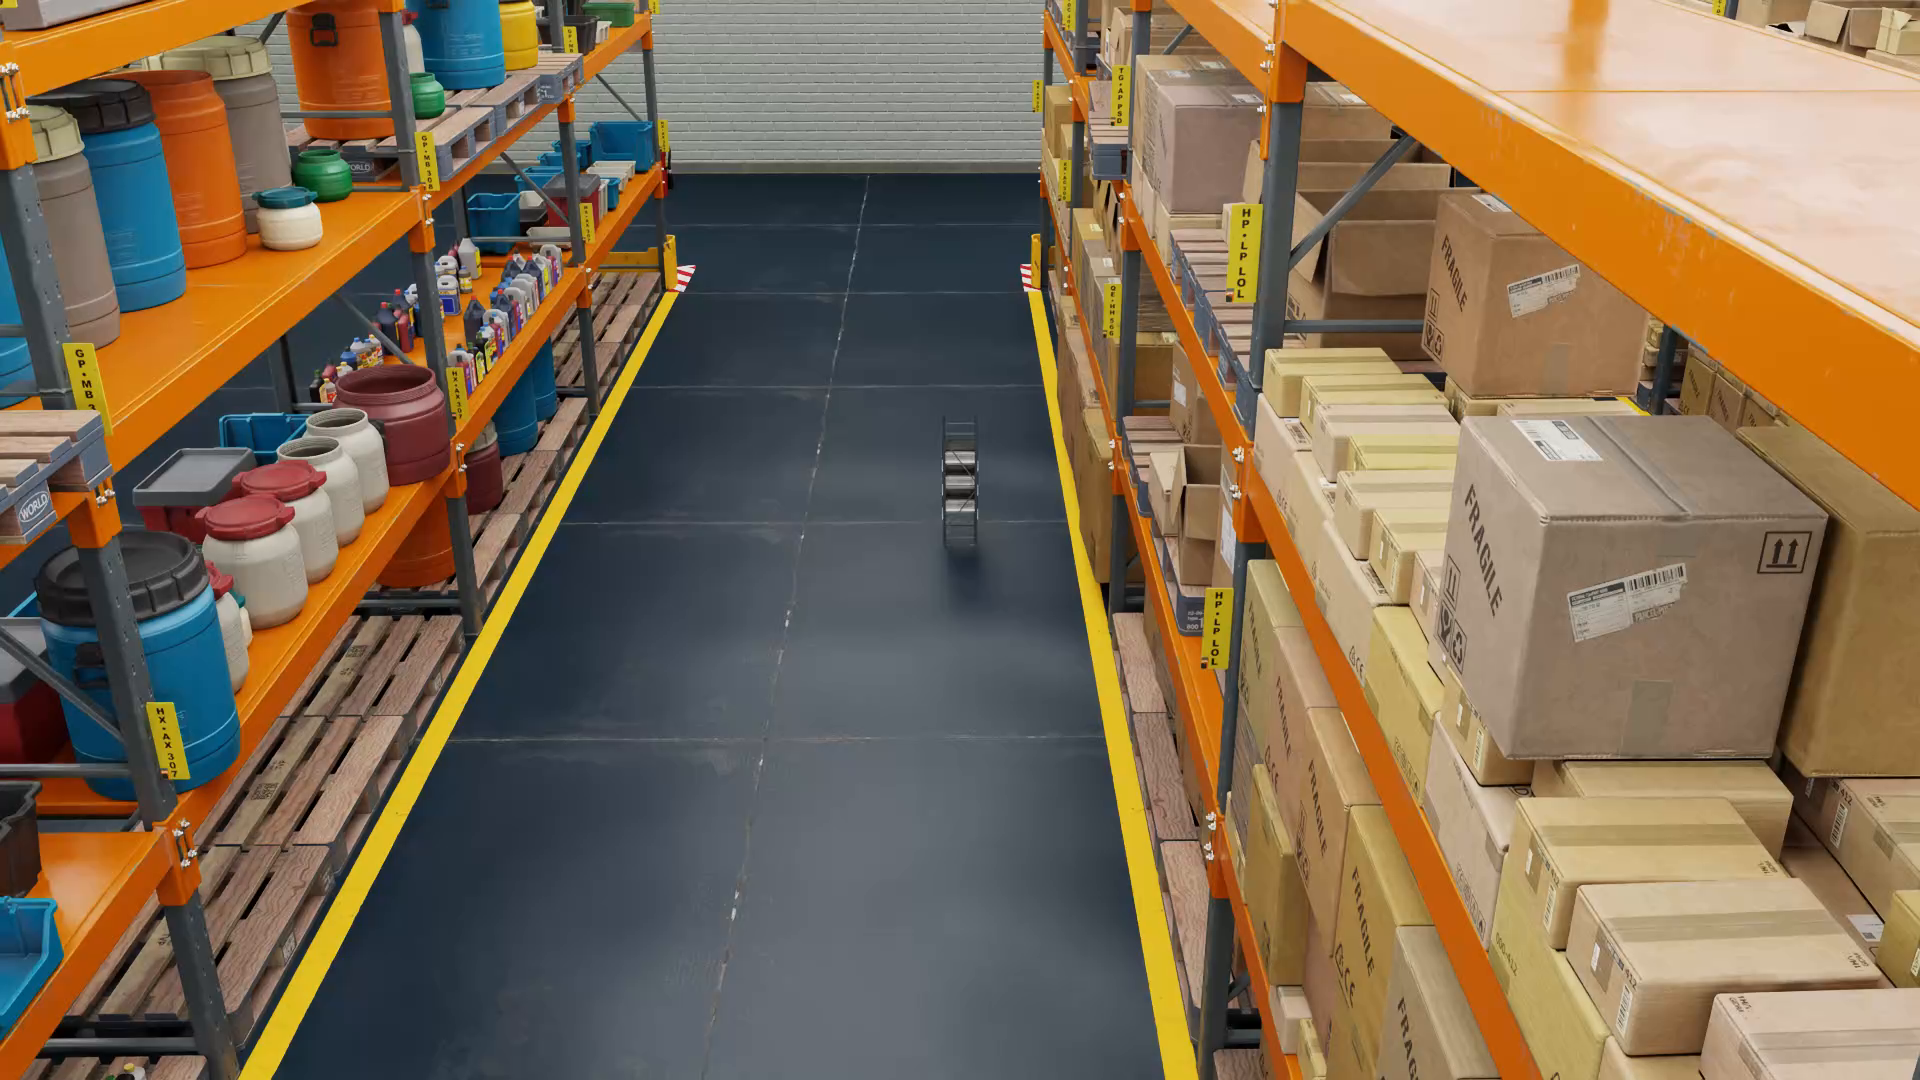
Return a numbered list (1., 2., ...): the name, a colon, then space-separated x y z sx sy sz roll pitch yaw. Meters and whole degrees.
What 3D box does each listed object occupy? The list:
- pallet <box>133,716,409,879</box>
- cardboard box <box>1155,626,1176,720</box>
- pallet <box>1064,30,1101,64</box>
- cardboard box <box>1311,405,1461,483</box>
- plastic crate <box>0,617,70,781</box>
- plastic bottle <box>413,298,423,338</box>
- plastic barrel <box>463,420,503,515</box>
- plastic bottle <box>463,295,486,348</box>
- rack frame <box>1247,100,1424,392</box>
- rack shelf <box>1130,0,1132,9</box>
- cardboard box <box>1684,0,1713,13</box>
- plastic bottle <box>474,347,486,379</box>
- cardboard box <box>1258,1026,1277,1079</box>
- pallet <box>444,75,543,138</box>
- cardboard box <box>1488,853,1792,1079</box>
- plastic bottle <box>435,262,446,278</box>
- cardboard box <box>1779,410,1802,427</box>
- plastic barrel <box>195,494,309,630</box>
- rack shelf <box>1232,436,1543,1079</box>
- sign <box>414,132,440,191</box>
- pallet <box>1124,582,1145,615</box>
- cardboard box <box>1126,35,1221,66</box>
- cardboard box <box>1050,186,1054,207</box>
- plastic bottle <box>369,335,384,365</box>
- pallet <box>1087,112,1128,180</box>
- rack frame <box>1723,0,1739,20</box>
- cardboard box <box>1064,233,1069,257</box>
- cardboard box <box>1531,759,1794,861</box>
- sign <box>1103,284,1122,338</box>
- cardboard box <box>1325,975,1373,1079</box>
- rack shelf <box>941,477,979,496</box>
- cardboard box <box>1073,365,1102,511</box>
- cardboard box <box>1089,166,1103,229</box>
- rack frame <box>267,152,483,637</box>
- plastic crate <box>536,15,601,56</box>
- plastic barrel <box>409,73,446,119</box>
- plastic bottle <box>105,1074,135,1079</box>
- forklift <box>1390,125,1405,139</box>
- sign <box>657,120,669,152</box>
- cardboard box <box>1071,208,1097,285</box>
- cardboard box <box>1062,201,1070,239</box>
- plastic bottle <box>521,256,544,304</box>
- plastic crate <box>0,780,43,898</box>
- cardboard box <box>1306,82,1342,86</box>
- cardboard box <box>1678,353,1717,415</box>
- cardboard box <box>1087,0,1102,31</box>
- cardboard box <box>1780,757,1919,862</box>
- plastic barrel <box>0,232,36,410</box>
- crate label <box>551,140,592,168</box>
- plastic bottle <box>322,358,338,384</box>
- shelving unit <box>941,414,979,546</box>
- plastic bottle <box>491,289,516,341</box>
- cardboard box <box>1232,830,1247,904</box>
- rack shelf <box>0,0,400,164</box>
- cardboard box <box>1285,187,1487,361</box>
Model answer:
1. pallet: -3.534 1.310 8.598 1.003 0.211 1.213 0 24 -1
2. cardboard box: 1.484 0.639 9.197 0.700 0.500 0.500 -2 24 -5
3. pallet: 1.396 -4.116 13.678 1.003 0.211 1.213 0 24 -1
4. cardboard box: 1.230 -0.279 4.784 0.380 0.149 0.250 0 24 0
5. plastic crate: -3.782 0.639 6.619 0.402 0.464 0.583 0 24 -1
6. plastic bottle: -3.801 -1.574 11.747 0.097 0.271 0.097 0 24 0
7. plastic barrel: -3.549 -0.541 11.723 0.600 0.588 0.708 0 24 -1
8. plastic bottle: -3.360 -1.520 11.531 0.144 0.351 0.185 0 24 -1
9. rack frame: 1.482 -1.889 5.007 1.000 3.000 0.127 0 24 -1
10. rack shelf: 1.416 -3.852 10.704 1.077 0.370 4.000 0 24 -1
11. cardboard box: 6.096 -4.148 13.217 0.500 0.250 0.500 -1 24 -3
12. plastic bottle: -3.176 -1.164 10.926 0.097 0.201 0.097 0 24 0
13. cardboard box: 1.446 1.957 6.307 0.500 0.500 0.500 -1 24 -2
14. pallet: -3.437 -2.921 11.157 1.003 0.211 1.213 0 24 -1
15. cardboard box: 1.258 0.791 2.903 0.500 0.250 0.500 0 24 0
16. plastic bottle: -3.956 -1.980 12.644 0.097 0.271 0.097 0 24 0
17. cardboard box: 6.123 -0.877 11.663 0.500 0.250 0.500 0 24 1
18. plastic barrel: -3.270 0.107 7.708 0.433 0.535 0.433 0 24 0
19. rack shelf: 1.504 0.629 3.951 1.077 0.370 4.000 0 24 -1
20. sign: -2.964 -2.106 9.254 0.100 0.325 0.005 0 24 -1
21. pallet: 1.505 0.141 11.181 1.003 0.211 1.213 0 24 -1
22. cardboard box: 1.359 -2.660 9.717 0.797 0.503 0.637 1 24 3
23. cardboard box: 1.043 -3.204 15.500 0.380 0.149 0.250 -1 24 -2
24. plastic bottle: -3.938 -1.279 11.180 0.097 0.201 0.097 0 24 0
25. pallet: 1.378 -2.350 9.894 1.213 0.211 1.003 1 24 2
26. rack frame: 6.355 -5.166 12.253 1.000 3.000 0.127 0 24 -1
27. cardboard box: 1.064 -2.462 13.858 0.380 0.149 0.250 0 24 0
28. cardboard box: 1.308 0.474 3.121 0.380 0.149 0.250 0 24 0
29. sign: 0.883 -1.328 9.640 0.100 0.325 0.005 0 24 -1
30. cardboard box: 1.465 1.467 4.384 0.875 0.500 0.500 0 24 -1
31. rack shelf: 0.000 -0.383 11.586 0.258 0.077 0.200 0 24 -1
32. cardboard box: 1.449 -0.679 11.680 1.225 0.875 0.875 0 24 0
33. cardboard box: 1.410 -2.692 12.723 0.797 0.503 0.637 -1 24 -2
34. rack frame: -3.515 -0.782 9.838 1.000 3.000 0.127 0 24 -1
35. plastic crate: -3.298 -4.250 14.026 0.497 0.269 0.590 0 24 -1
36. plastic barrel: -3.296 -2.707 10.133 0.294 0.245 0.294 0 24 0
37. plastic bottle: -3.136 2.101 6.228 0.061 0.283 0.133 1 24 2
38. forklift: 3.291 -2.127 12.896 1.130 2.935 3.031 -2 24 -4
39. sign: -3.052 -4.162 17.114 0.100 0.325 0.005 0 24 -1
40. cardboard box: 1.150 -2.307 13.090 0.500 0.500 0.500 0 24 0
41. cardboard box: 1.127 -2.700 13.901 0.500 0.250 0.500 -1 24 -2
42. plastic bottle: -3.219 -1.954 12.490 0.144 0.351 0.185 0 24 -1
43. plastic crate: -3.592 1.111 5.729 0.767 0.338 0.504 0 24 -1
44. cardboard box: 1.710 -2.037 8.247 0.500 0.500 0.500 0 24 -1
45. cardboard box: 6.098 -1.180 13.242 0.500 0.500 0.500 1 24 1
46. cardboard box: 1.326 -4.424 13.498 0.700 0.500 0.500 -2 24 -4
47. cardboard box: 1.791 0.475 3.119 0.380 0.149 0.250 0 24 -1
48. plastic barrel: -3.693 -0.937 5.934 0.600 0.901 0.708 0 24 -1
49. crate label: -3.928 -3.926 16.921 0.416 0.233 0.303 0 24 -1
50. plastic bottle: -3.948 -0.988 10.437 0.061 0.283 0.133 0 24 -1
51. shelving unit: 0.000 -0.413 11.572 0.258 0.900 0.210 0 24 -1
52. plastic bottle: -3.209 -1.576 11.655 0.144 0.351 0.185 0 24 -1
53. cardboard box: 1.173 1.152 5.868 0.380 0.149 0.250 0 24 -1
54. rack shelf: -3.493 -2.181 7.011 1.077 0.370 4.000 0 24 -1
55. cardboard box: 1.576 -0.955 5.947 0.797 0.503 0.637 -1 24 -3
